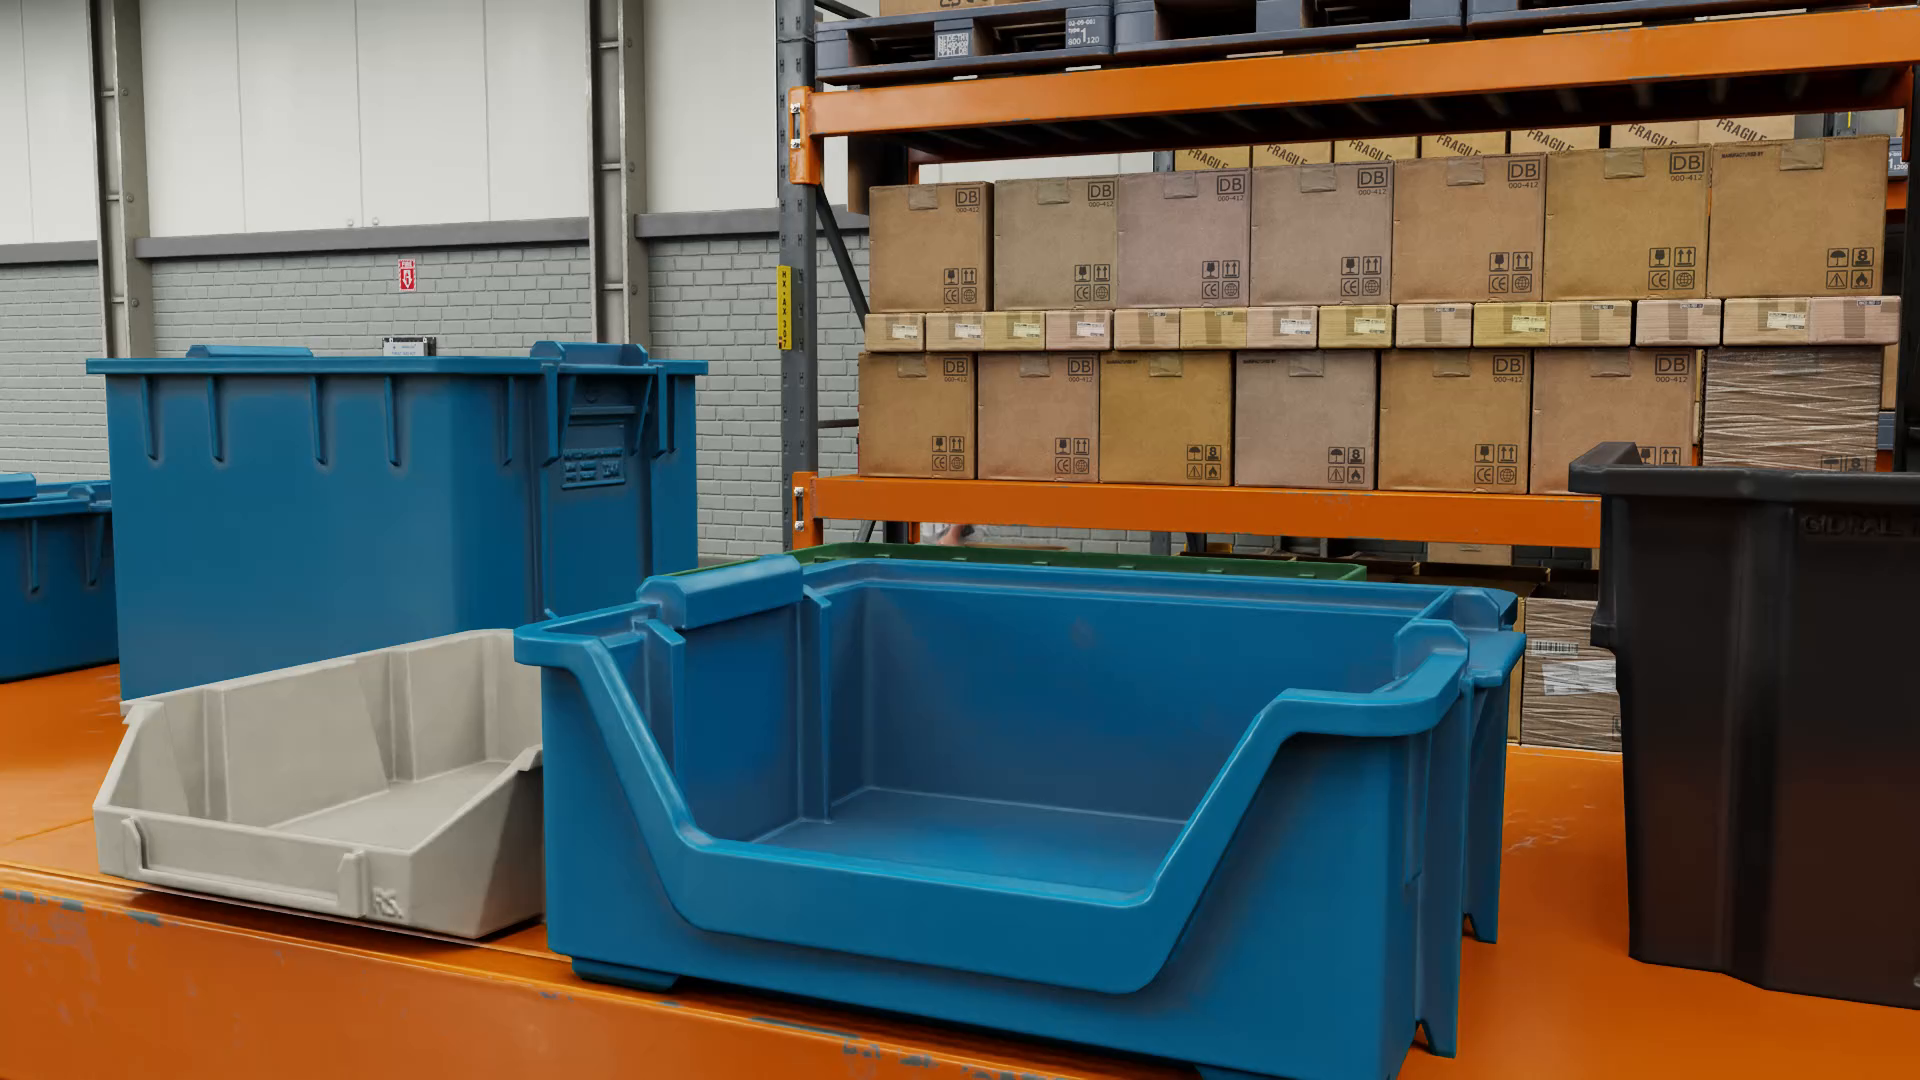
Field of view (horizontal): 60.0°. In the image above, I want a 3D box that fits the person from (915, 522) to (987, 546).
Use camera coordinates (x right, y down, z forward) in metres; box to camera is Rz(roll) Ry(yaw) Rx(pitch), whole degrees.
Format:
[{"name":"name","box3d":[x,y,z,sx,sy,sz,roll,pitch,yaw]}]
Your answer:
[{"name":"person","box3d":[-0.064,-0.062,9.041,1.050,1.724,0.564,-3,6,-30]}]
